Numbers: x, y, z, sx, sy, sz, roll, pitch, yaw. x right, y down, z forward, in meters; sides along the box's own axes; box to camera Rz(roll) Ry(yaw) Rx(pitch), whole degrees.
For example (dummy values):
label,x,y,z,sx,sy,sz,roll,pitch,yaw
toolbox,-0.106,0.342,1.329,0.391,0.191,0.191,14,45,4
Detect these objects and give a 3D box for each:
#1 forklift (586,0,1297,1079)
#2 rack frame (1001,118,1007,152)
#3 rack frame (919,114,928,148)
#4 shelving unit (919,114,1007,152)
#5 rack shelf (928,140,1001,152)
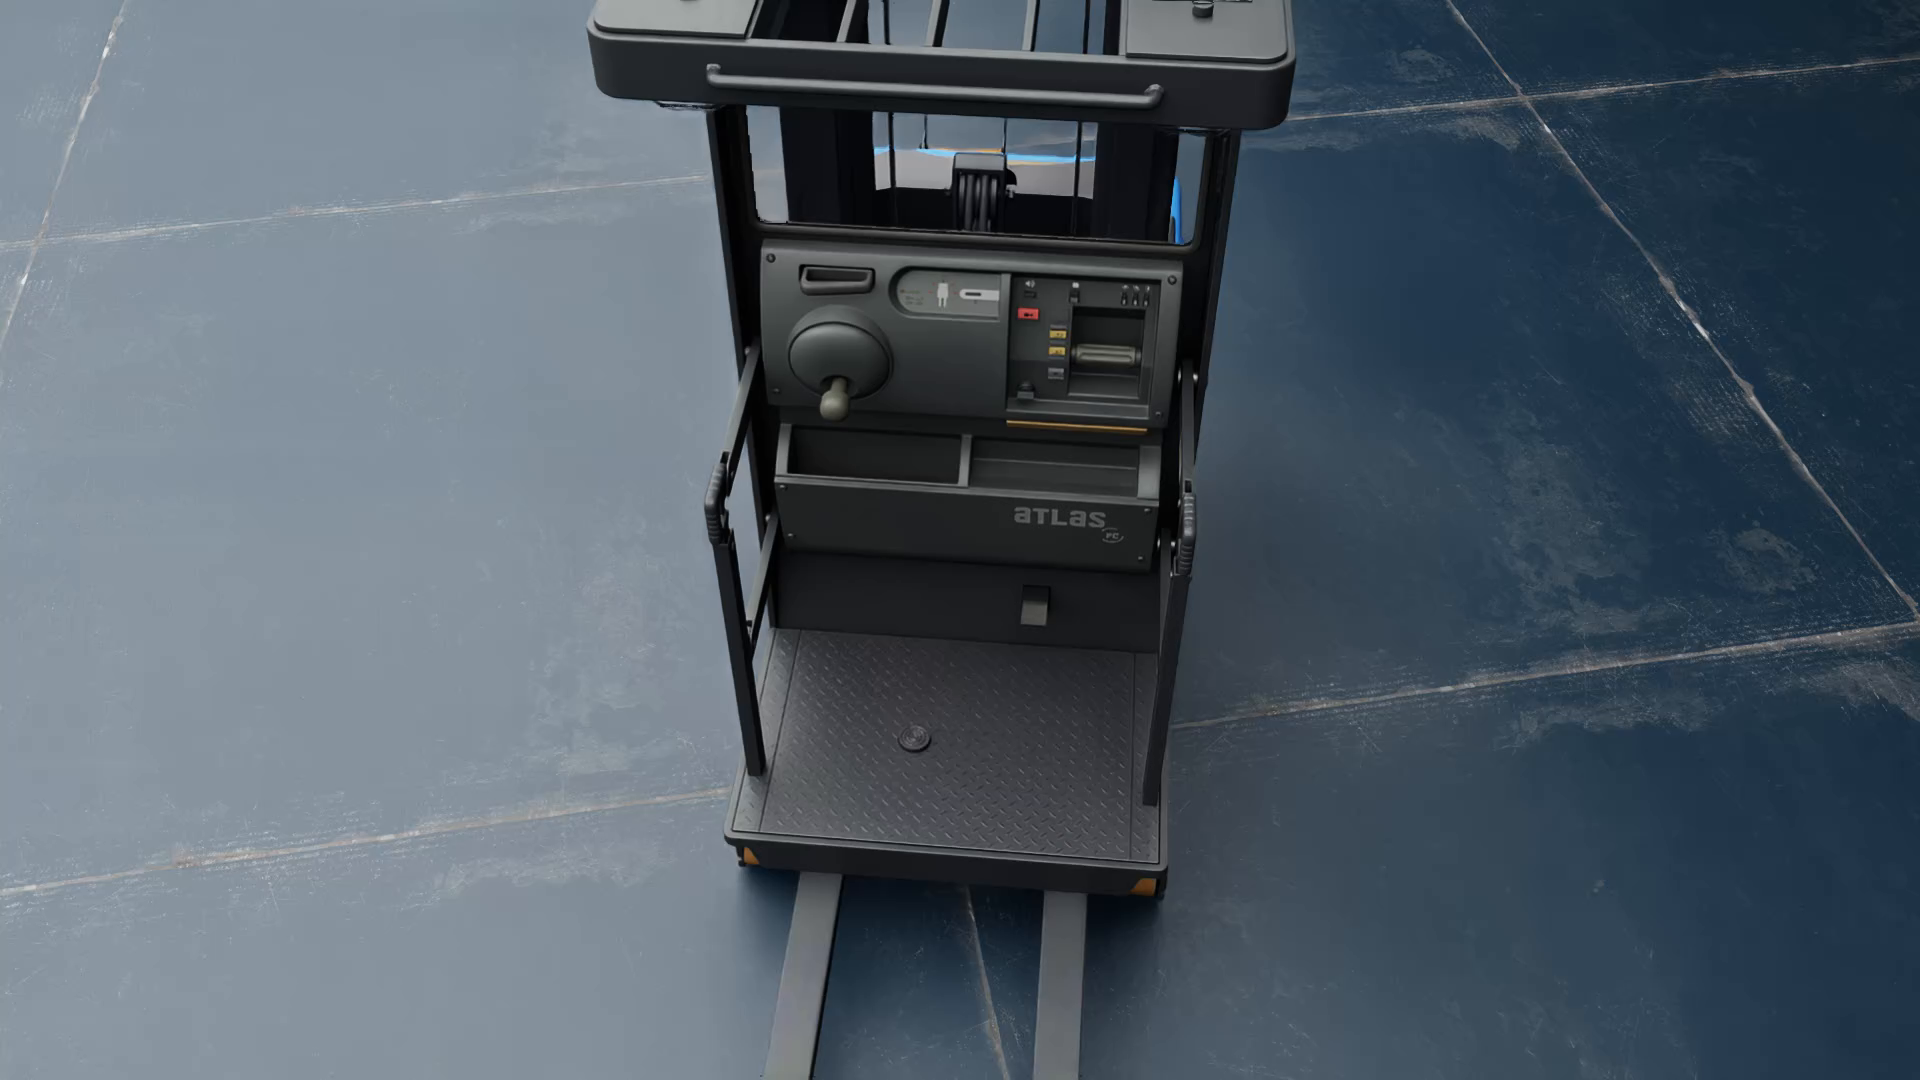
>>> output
label,x,y,z,sx,sy,sz,roll,pitch,yaw
forklift,0.002,-0.351,3.553,1.130,2.935,3.031,4,46,4
rack frame,0.132,-0.873,5.362,0.008,1.050,0.200,3,46,3
rack frame,-0.111,-0.887,5.375,0.008,1.050,0.200,3,46,3
shelving unit,0.010,-0.880,5.369,0.252,1.050,0.215,3,46,3
rack shelf,0.010,-1.069,5.172,0.240,0.259,0.215,3,46,3
